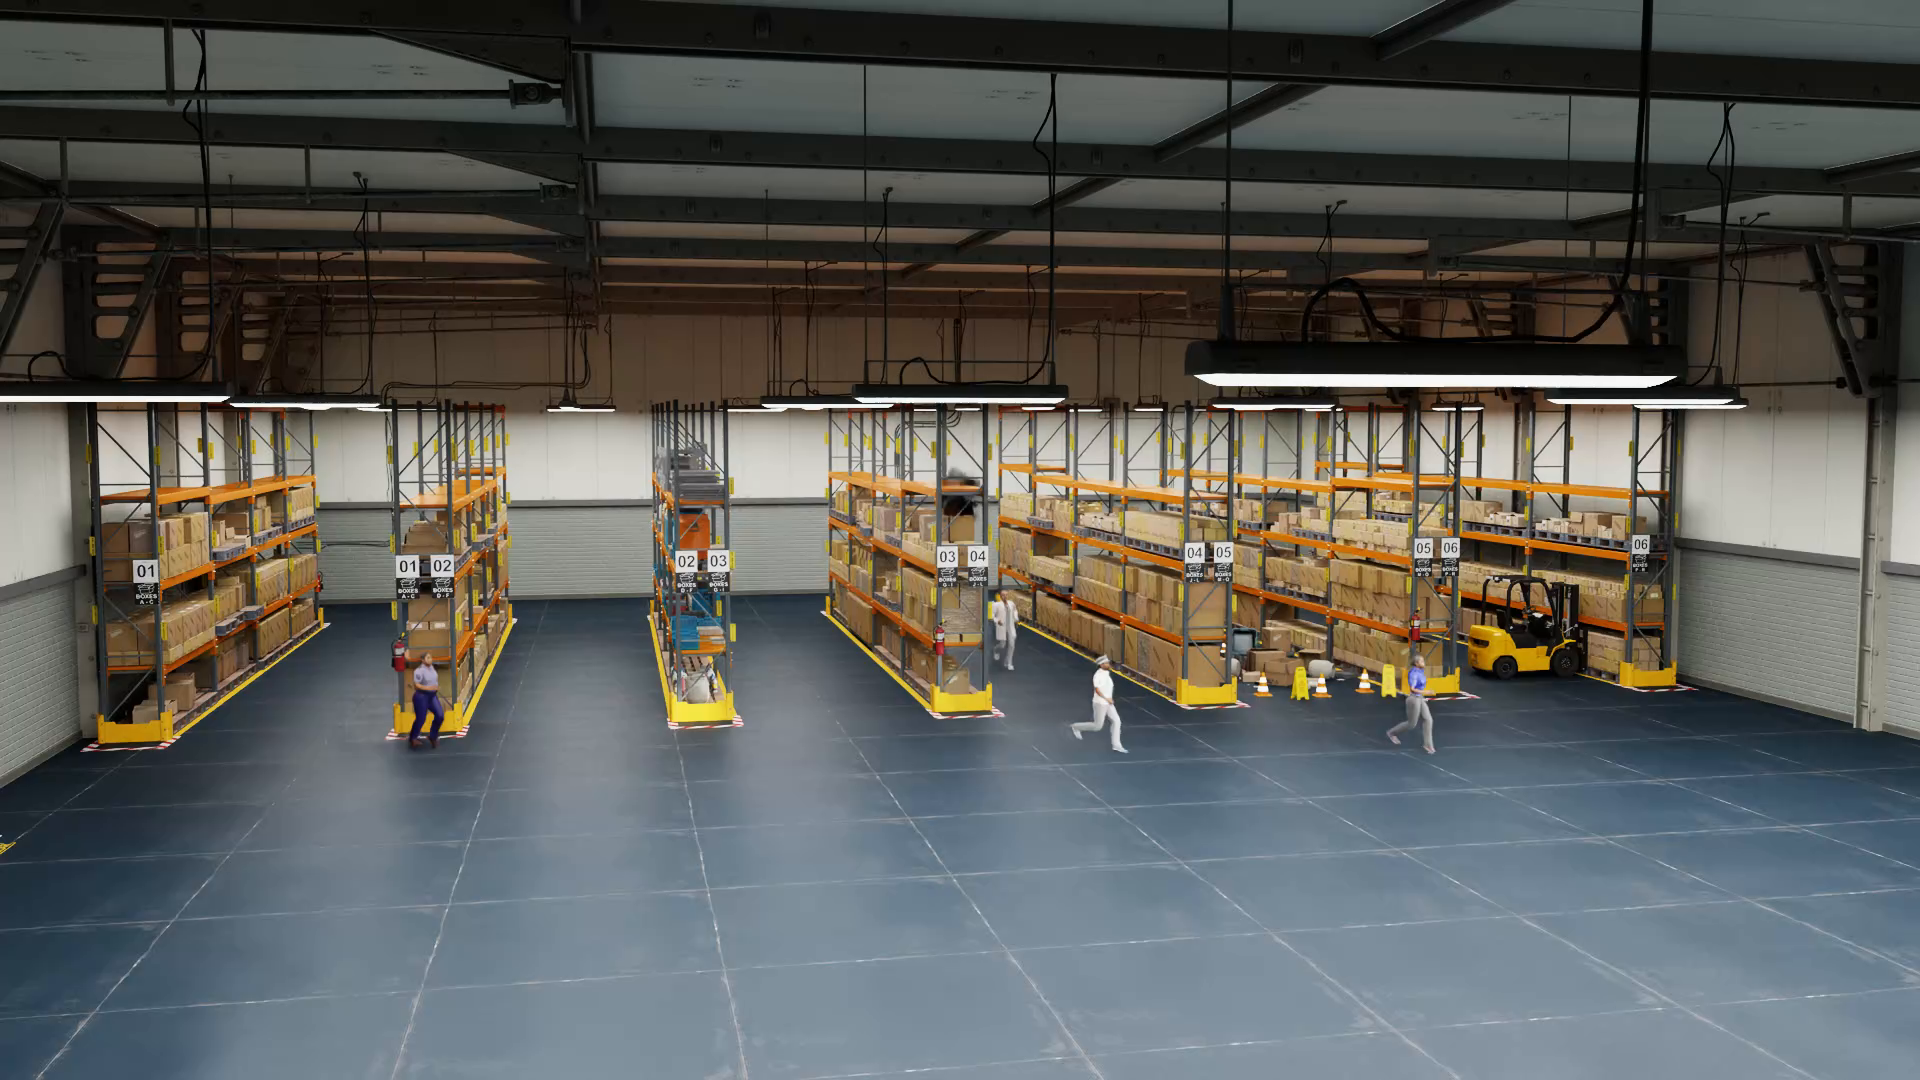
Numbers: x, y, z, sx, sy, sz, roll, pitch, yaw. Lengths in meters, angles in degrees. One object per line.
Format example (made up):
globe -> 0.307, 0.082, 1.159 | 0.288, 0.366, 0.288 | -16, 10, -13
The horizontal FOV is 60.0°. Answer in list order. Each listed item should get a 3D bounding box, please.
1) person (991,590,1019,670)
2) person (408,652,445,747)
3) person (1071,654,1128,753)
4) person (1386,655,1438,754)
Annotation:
person -> 1.023, 2.023, 37.717 | 0.724, 1.765, 0.957 | -1, 5, -18
person -> -9.171, 2.779, 28.625 | 0.707, 1.692, 0.616 | 2, 5, 26
person -> 2.395, 2.783, 28.292 | 0.970, 1.690, 0.555 | 2, 5, 22
person -> 7.701, 2.791, 28.262 | 0.894, 1.701, 0.608 | 3, 5, 31
